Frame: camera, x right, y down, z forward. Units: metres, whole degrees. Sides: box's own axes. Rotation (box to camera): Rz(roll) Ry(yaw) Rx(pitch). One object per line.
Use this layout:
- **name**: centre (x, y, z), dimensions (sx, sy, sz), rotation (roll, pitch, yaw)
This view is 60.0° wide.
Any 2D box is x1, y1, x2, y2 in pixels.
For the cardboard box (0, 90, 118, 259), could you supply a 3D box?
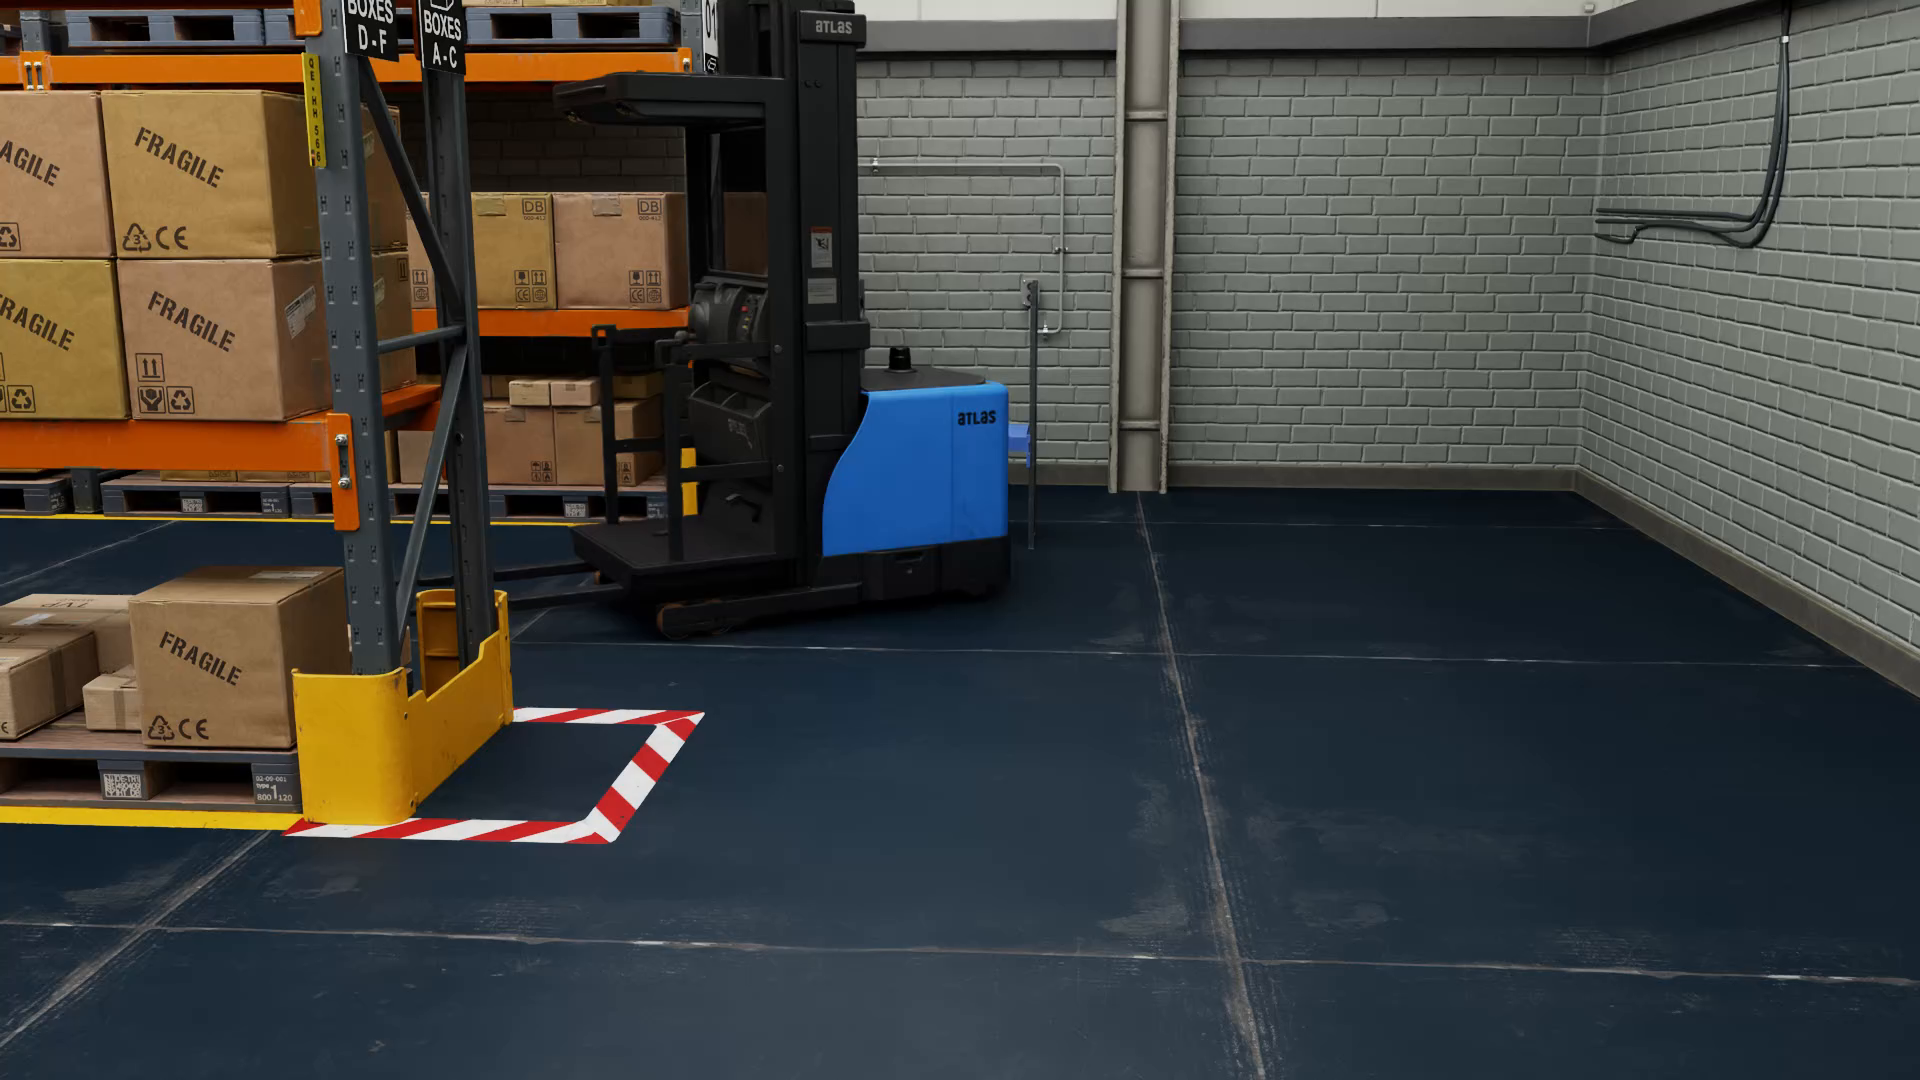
- **cardboard box**: centre (-2.826, -1.162, 5.308), dimensions (0.500, 0.500, 0.500), rotation (1, 12, 5)

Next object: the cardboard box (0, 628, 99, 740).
- **cardboard box**: centre (-3.365, 0.488, 5.751), dimensions (0.500, 0.250, 0.500), rotation (1, 12, 4)

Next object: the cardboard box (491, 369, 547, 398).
- **cardboard box**: centre (-2.855, -1.017, 10.797), dimensions (0.250, 0.149, 0.380), rotation (1, 12, 4)

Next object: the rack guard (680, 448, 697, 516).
- **rack guard**: centre (-1.509, -0.455, 10.721), dimensions (0.348, 0.500, 1.175), rotation (1, 12, 4)

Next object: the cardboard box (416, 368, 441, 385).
- **cardboard box**: centre (-3.365, -1.023, 10.829), dimensions (0.250, 0.149, 0.380), rotation (1, 12, 4)

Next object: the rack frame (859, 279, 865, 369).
- **rack frame**: centre (-0.592, -0.742, 9.653), dimensions (0.032, 1.500, 0.500), rotation (1, 12, 4)

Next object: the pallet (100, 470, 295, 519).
- **pallet**: centre (-4.770, -0.342, 10.887), dimensions (1.213, 0.211, 1.003), rotation (1, 12, 4)

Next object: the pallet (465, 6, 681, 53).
- **pallet**: centre (-2.273, -3.111, 10.207), dimensions (1.213, 0.211, 1.003), rotation (1, 12, 4)

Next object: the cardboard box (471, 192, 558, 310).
- **cardboard box**: centre (-2.769, -1.838, 10.496), dimensions (0.700, 0.700, 0.980), rotation (1, 12, 3)

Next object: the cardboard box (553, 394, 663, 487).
- **cardboard box**: centre (-2.238, -0.650, 10.627), dimensions (0.500, 0.500, 0.700), rotation (1, 12, 4)

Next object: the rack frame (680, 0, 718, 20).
- **rack frame**: centre (-1.533, -4.615, 9.852), dimensions (0.127, 3.000, 1.000), rotation (1, 12, 4)

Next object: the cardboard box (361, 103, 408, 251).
- **cardboard box**: centre (-2.285, -1.265, 5.802), dimensions (0.500, 0.500, 0.500), rotation (1, 12, 5)

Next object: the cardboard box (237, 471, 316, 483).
- **cardboard box**: centre (-4.283, -0.677, 10.756), dimensions (0.500, 0.500, 0.700), rotation (1, 12, 3)

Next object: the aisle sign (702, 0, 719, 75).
- **aisle sign**: centre (-1.481, -2.889, 9.903), dimensions (0.004, 0.787, 0.394), rotation (1, 12, 4)

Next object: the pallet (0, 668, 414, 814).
- **pallet**: centre (-2.731, 0.687, 5.970), dimensions (1.213, 0.211, 1.003), rotation (1, 12, 4)

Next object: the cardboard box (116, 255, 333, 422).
- **cardboard box**: centre (-2.325, -0.666, 5.381), dimensions (0.500, 0.500, 0.500), rotation (1, 12, 5)

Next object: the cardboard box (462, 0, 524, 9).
- **cardboard box**: centre (-2.800, -3.291, 9.943), dimensions (0.500, 0.250, 0.500), rotation (0, 12, 2)

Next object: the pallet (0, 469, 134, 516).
- **pallet**: centre (-6.299, -0.364, 10.990), dimensions (1.213, 0.211, 1.003), rotation (1, 12, 4)

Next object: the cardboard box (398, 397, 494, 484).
- **cardboard box**: centre (-3.239, -0.663, 10.692), dimensions (0.500, 0.500, 0.700), rotation (0, 12, 2)

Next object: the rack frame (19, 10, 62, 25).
- **rack frame**: centre (-5.524, -4.670, 10.114), dimensions (0.127, 3.000, 1.000), rotation (1, 12, 4)

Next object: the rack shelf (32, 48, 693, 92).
- **rack shelf**: centre (-3.528, -2.822, 10.364), dimensions (4.000, 0.370, 1.077), rotation (1, 12, 4)

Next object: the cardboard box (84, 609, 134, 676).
- **cardboard box**: centre (-2.882, 0.392, 6.210), dimensions (0.500, 0.250, 0.500), rotation (1, 12, 4)

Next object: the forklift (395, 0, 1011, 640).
- **forklift**: centre (-1.289, -1.101, 7.872), dimensions (3.031, 2.935, 1.130), rotation (-6, 13, -28)

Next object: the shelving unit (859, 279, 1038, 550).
- **shelving unit**: centre (-0.085, -0.735, 9.620), dimensions (1.048, 1.500, 0.538), rotation (1, 12, 4)

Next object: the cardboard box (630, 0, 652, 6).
- **cardboard box**: centre (-2.245, -3.388, 10.409), dimensions (0.500, 0.250, 0.500), rotation (1, 12, 7)

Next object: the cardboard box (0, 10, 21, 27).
- **cardboard box**: centre (-6.394, -3.500, 10.530), dimensions (0.500, 0.500, 0.700), rotation (0, 12, 1)

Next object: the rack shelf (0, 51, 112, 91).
- **rack shelf**: centre (-7.519, -2.877, 10.625), dimensions (4.000, 0.370, 1.077), rotation (1, 12, 4)

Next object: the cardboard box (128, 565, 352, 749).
- **cardboard box**: centre (-2.419, 0.385, 5.634), dimensions (0.500, 0.500, 0.500), rotation (1, 12, 4)

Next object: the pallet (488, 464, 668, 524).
- **pallet**: centre (-2.336, -0.309, 10.728), dimensions (1.213, 0.211, 1.003), rotation (1, 12, 4)

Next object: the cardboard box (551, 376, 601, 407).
- **cardboard box**: centre (-2.378, -0.932, 10.391), dimensions (0.250, 0.149, 0.380), rotation (1, 12, 3)

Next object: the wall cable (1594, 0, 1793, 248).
- **wall cable**: centre (4.087, -2.945, 9.451), dimensions (0.112, 2.526, 3.097), rotation (1, 12, 4)

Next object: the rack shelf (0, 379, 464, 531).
- **rack shelf**: centre (-3.855, -0.342, 5.833), dimensions (4.000, 0.370, 1.077), rotation (1, 12, 4)

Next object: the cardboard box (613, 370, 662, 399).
- **cardboard box**: centre (-2.100, -1.006, 10.748), dimensions (0.250, 0.149, 0.380), rotation (1, 12, 4)

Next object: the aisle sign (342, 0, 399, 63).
- **aisle sign**: centre (-1.812, -1.875, 5.058), dimensions (0.004, 0.787, 0.394), rotation (1, 12, 4)

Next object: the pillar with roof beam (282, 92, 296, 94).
- **pillar with roof beam**: centre (-5.055, -3.957, 6.708), dimensions (0.400, 9.000, 9.100), rotation (1, 12, 4)
